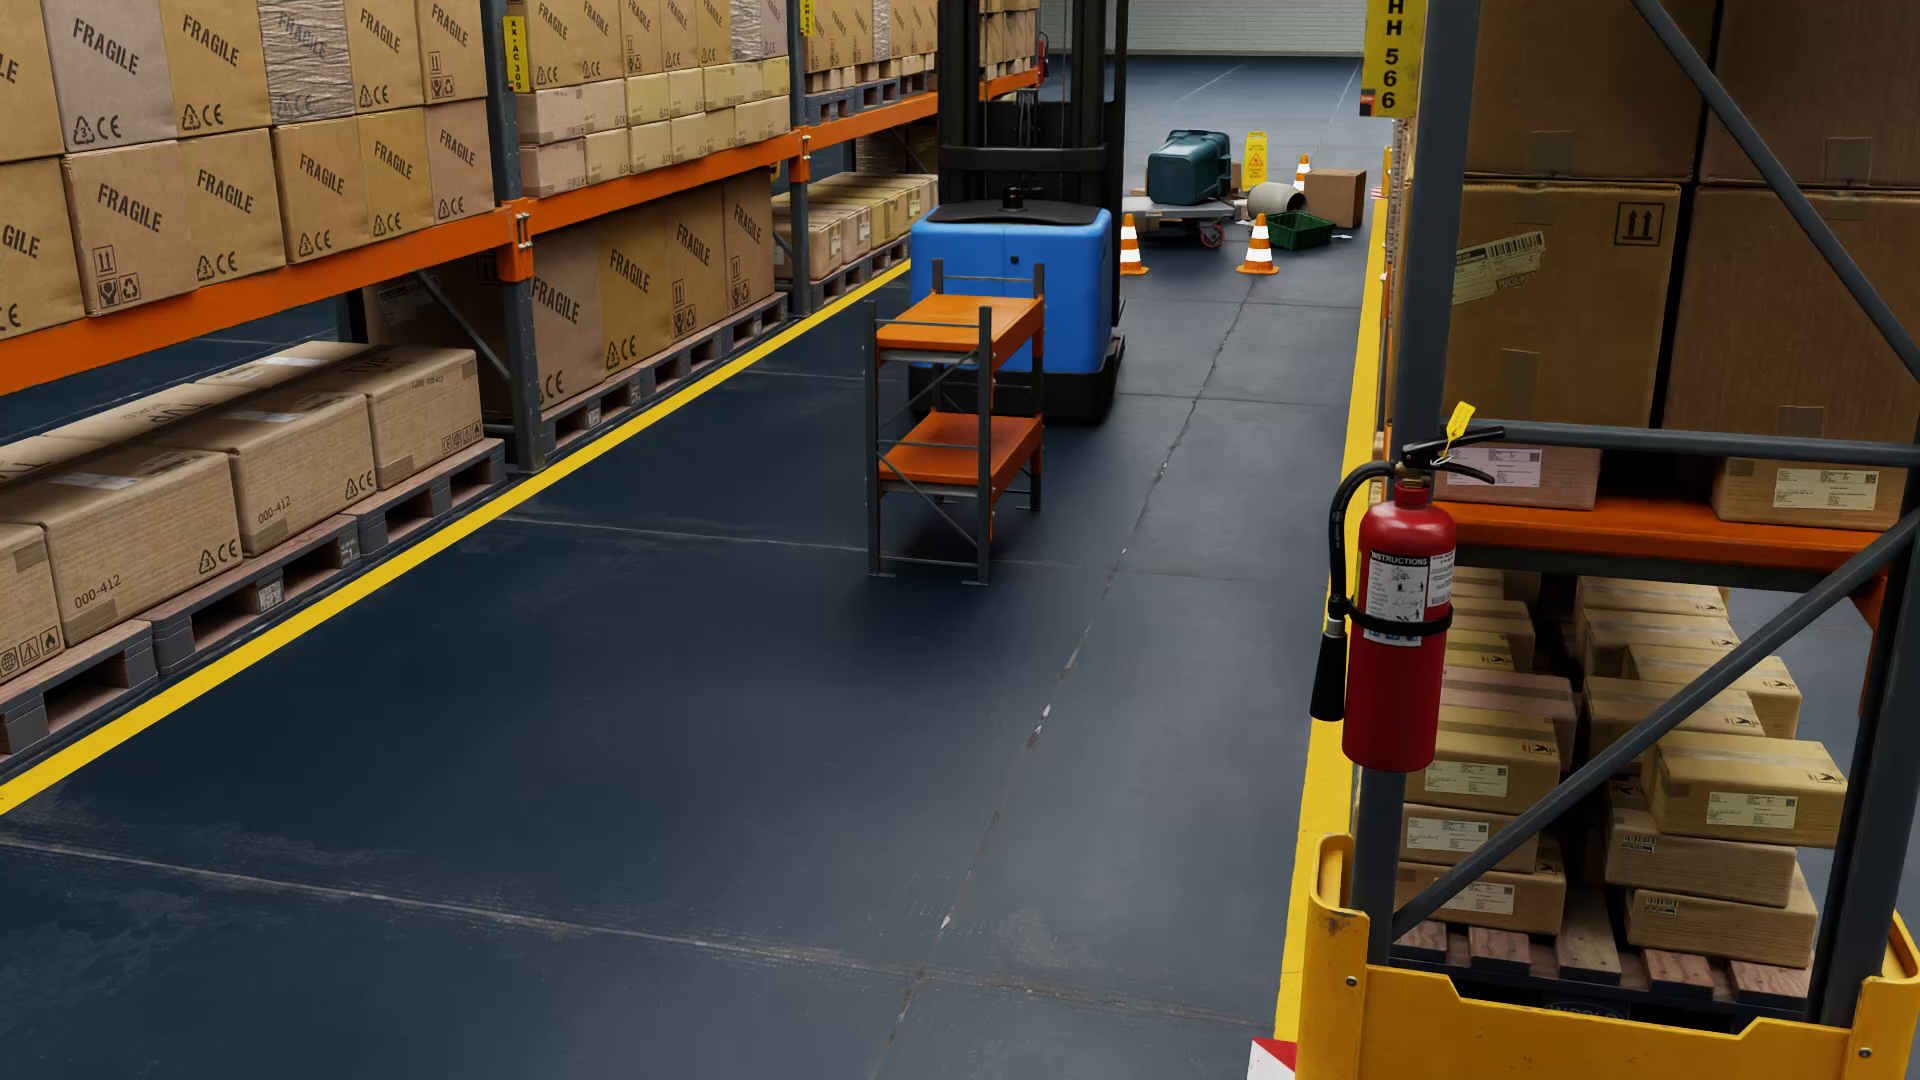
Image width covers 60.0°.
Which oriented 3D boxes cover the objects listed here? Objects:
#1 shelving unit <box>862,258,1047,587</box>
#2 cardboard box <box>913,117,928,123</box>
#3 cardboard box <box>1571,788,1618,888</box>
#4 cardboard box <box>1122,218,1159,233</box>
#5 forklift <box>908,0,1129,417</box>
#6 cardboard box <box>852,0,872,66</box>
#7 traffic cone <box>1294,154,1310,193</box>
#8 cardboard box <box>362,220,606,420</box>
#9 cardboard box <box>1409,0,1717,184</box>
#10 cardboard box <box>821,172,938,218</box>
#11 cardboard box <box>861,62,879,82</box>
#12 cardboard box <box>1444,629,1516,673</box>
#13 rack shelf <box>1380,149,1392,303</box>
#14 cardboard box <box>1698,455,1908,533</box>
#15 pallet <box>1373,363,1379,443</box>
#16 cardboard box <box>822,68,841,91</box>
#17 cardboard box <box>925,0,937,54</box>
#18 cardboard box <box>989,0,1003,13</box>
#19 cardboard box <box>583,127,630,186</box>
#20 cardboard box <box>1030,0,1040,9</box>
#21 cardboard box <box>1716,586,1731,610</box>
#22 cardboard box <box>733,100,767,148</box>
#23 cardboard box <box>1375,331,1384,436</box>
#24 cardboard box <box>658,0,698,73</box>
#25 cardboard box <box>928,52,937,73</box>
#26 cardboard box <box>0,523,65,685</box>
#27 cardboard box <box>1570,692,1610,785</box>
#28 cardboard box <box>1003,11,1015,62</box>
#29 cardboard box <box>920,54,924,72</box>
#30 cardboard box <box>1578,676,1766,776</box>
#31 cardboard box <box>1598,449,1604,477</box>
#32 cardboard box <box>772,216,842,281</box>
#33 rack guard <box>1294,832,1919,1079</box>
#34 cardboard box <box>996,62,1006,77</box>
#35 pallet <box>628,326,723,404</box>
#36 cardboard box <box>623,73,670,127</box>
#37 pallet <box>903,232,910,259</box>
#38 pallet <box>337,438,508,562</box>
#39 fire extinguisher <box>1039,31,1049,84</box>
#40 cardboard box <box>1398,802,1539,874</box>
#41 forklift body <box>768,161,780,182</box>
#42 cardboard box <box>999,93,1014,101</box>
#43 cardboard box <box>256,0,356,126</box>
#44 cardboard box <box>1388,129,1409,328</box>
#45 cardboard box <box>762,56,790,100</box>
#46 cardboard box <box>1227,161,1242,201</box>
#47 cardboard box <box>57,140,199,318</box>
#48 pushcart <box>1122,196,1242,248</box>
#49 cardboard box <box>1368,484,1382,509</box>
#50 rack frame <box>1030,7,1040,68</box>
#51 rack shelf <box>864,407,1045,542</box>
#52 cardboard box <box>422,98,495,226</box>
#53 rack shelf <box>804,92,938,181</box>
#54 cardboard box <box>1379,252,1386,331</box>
[{"bbox_3d":[-0.002,-0.530,7.000,0.538,1.125,1.048,5,19,13],"label":"shelving unit"},{"bbox_3d":[-0.578,-3.912,16.445,0.500,0.500,0.500,5,19,14],"label":"cardboard box"},{"bbox_3d":[1.731,0.750,4.113,0.380,0.149,0.250,5,19,13],"label":"cardboard box"},{"bbox_3d":[1.696,-3.086,15.811,0.258,0.266,0.396,-9,21,-24],"label":"cardboard box"},{"bbox_3d":[0.450,-2.478,9.907,1.130,2.935,3.031,3,19,8],"label":"forklift"},{"bbox_3d":[-0.984,-3.880,12.643,0.500,0.500,0.500,5,19,14],"label":"cardboard box"},{"bbox_3d":[3.711,-3.933,17.988,0.336,0.463,0.334,5,19,13],"label":"traffic cone"},{"bbox_3d":[-2.465,-1.180,8.640,0.875,0.875,0.875,5,20,15],"label":"cardboard box"},{"bbox_3d":[1.179,-0.998,3.306,0.500,0.500,0.500,4,19,12],"label":"cardboard box"},{"bbox_3d":[-0.710,-3.084,14.993,0.950,0.372,0.625,5,19,14],"label":"cardboard box"},{"bbox_3d":[-0.860,-3.710,13.147,0.380,0.149,0.250,5,20,15],"label":"cardboard box"},{"bbox_3d":[1.249,0.344,4.380,0.380,0.149,0.250,4,19,12],"label":"cardboard box"},{"bbox_3d":[2.774,-1.713,8.676,1.077,0.370,4.000,5,19,13],"label":"rack shelf"},{"bbox_3d":[1.705,-0.130,3.316,0.380,0.149,0.250,4,19,13],"label":"cardboard box"},{"bbox_3d":[2.770,-0.735,9.013,1.003,0.211,1.213,5,19,13],"label":"pallet"},{"bbox_3d":[-1.089,-3.375,12.167,0.380,0.149,0.250,3,19,10],"label":"cardboard box"},{"bbox_3d":[-0.475,-4.518,14.509,0.500,0.500,0.500,4,19,12],"label":"cardboard box"},{"bbox_3d":[0.028,-5.389,16.164,0.700,0.500,0.500,4,19,12],"label":"cardboard box"},{"bbox_3d":[-2.051,-1.995,8.619,0.500,0.250,0.500,4,19,12],"label":"cardboard box"},{"bbox_3d":[0.480,-6.031,18.043,0.700,0.500,0.500,4,19,12],"label":"cardboard box"},{"bbox_3d":[2.068,0.144,4.965,0.380,0.149,0.250,5,19,14],"label":"cardboard box"},{"bbox_3d":[-1.543,-2.629,10.475,0.500,0.250,0.500,5,19,14],"label":"cardboard box"},{"bbox_3d":[2.222,-0.695,7.798,0.500,0.500,0.500,4,19,12],"label":"cardboard box"},{"bbox_3d":[-1.810,-2.903,9.345,0.500,0.500,0.500,4,19,12],"label":"cardboard box"},{"bbox_3d":[-0.207,-4.598,15.393,0.500,0.500,0.500,5,19,13],"label":"cardboard box"},{"bbox_3d":[-3.452,0.266,5.081,0.875,0.438,0.875,4,19,12],"label":"cardboard box"},{"bbox_3d":[1.781,0.527,4.304,0.380,0.149,0.250,5,19,14],"label":"cardboard box"},{"bbox_3d":[0.275,-5.231,17.245,0.500,0.500,0.500,5,19,13],"label":"cardboard box"},{"bbox_3d":[-0.524,-4.109,14.316,0.380,0.149,0.250,4,19,12],"label":"cardboard box"},{"bbox_3d":[1.716,0.462,4.034,0.380,0.149,0.250,5,19,14],"label":"cardboard box"},{"bbox_3d":[1.211,-0.254,3.679,0.380,0.149,0.250,5,19,13],"label":"cardboard box"},{"bbox_3d":[-1.414,-2.171,12.320,0.950,0.372,0.625,3,19,10],"label":"cardboard box"},{"bbox_3d":[1.327,0.986,3.528,1.175,0.500,0.348,5,19,13],"label":"rack guard"},{"bbox_3d":[0.264,-4.888,17.246,0.380,0.149,0.250,4,19,13],"label":"cardboard box"},{"bbox_3d":[-2.128,-1.098,10.076,1.003,0.211,1.213,5,19,13],"label":"pallet"},{"bbox_3d":[-1.909,-2.389,9.000,0.500,0.250,0.500,5,19,14],"label":"cardboard box"},{"bbox_3d":[-0.773,-2.730,14.854,1.003,0.211,1.213,5,19,13],"label":"pallet"},{"bbox_3d":[-2.801,-0.234,7.548,1.003,0.211,1.213,5,19,13],"label":"pallet"},{"bbox_3d":[0.868,-5.510,18.799,0.296,0.674,0.183,5,19,13],"label":"fire extinguisher"},{"bbox_3d":[1.160,0.648,3.949,0.380,0.149,0.250,4,19,12],"label":"cardboard box"},{"bbox_3d":[-3.116,-4.798,17.908,2.313,2.155,1.214,5,19,13],"label":"forklift body"},{"bbox_3d":[0.361,-4.636,17.561,0.380,0.149,0.250,5,19,14],"label":"cardboard box"},{"bbox_3d":[-2.634,-1.818,6.169,0.500,0.500,0.500,5,19,14],"label":"cardboard box"},{"bbox_3d":[1.414,-0.843,4.401,0.500,0.500,0.500,5,19,14],"label":"cardboard box"},{"bbox_3d":[-1.434,-3.034,10.887,0.500,0.250,0.500,5,19,13],"label":"cardboard box"},{"bbox_3d":[2.419,-3.616,16.995,0.797,0.503,0.637,-9,21,-24],"label":"cardboard box"},{"bbox_3d":[-2.883,-1.026,5.397,0.500,0.500,0.500,5,19,13],"label":"cardboard box"},{"bbox_3d":[1.639,-2.888,15.060,1.648,0.377,0.936,-2,19,-6],"label":"pushcart"},{"bbox_3d":[1.820,-0.104,6.614,0.380,0.149,0.250,5,20,15],"label":"cardboard box"},{"bbox_3d":[0.393,-5.547,18.788,1.000,3.000,0.127,5,19,13],"label":"rack frame"},{"bbox_3d":[-0.002,-0.299,7.079,0.538,0.278,1.000,5,19,13],"label":"rack shelf"},{"bbox_3d":[-2.405,-1.668,7.276,0.500,0.500,0.500,5,19,14],"label":"cardboard box"},{"bbox_3d":[-1.073,-3.326,13.399,1.077,0.370,4.000,5,19,13],"label":"rack shelf"},{"bbox_3d":[2.843,-1.495,10.141,0.500,0.500,0.500,4,19,11],"label":"cardboard box"}]
